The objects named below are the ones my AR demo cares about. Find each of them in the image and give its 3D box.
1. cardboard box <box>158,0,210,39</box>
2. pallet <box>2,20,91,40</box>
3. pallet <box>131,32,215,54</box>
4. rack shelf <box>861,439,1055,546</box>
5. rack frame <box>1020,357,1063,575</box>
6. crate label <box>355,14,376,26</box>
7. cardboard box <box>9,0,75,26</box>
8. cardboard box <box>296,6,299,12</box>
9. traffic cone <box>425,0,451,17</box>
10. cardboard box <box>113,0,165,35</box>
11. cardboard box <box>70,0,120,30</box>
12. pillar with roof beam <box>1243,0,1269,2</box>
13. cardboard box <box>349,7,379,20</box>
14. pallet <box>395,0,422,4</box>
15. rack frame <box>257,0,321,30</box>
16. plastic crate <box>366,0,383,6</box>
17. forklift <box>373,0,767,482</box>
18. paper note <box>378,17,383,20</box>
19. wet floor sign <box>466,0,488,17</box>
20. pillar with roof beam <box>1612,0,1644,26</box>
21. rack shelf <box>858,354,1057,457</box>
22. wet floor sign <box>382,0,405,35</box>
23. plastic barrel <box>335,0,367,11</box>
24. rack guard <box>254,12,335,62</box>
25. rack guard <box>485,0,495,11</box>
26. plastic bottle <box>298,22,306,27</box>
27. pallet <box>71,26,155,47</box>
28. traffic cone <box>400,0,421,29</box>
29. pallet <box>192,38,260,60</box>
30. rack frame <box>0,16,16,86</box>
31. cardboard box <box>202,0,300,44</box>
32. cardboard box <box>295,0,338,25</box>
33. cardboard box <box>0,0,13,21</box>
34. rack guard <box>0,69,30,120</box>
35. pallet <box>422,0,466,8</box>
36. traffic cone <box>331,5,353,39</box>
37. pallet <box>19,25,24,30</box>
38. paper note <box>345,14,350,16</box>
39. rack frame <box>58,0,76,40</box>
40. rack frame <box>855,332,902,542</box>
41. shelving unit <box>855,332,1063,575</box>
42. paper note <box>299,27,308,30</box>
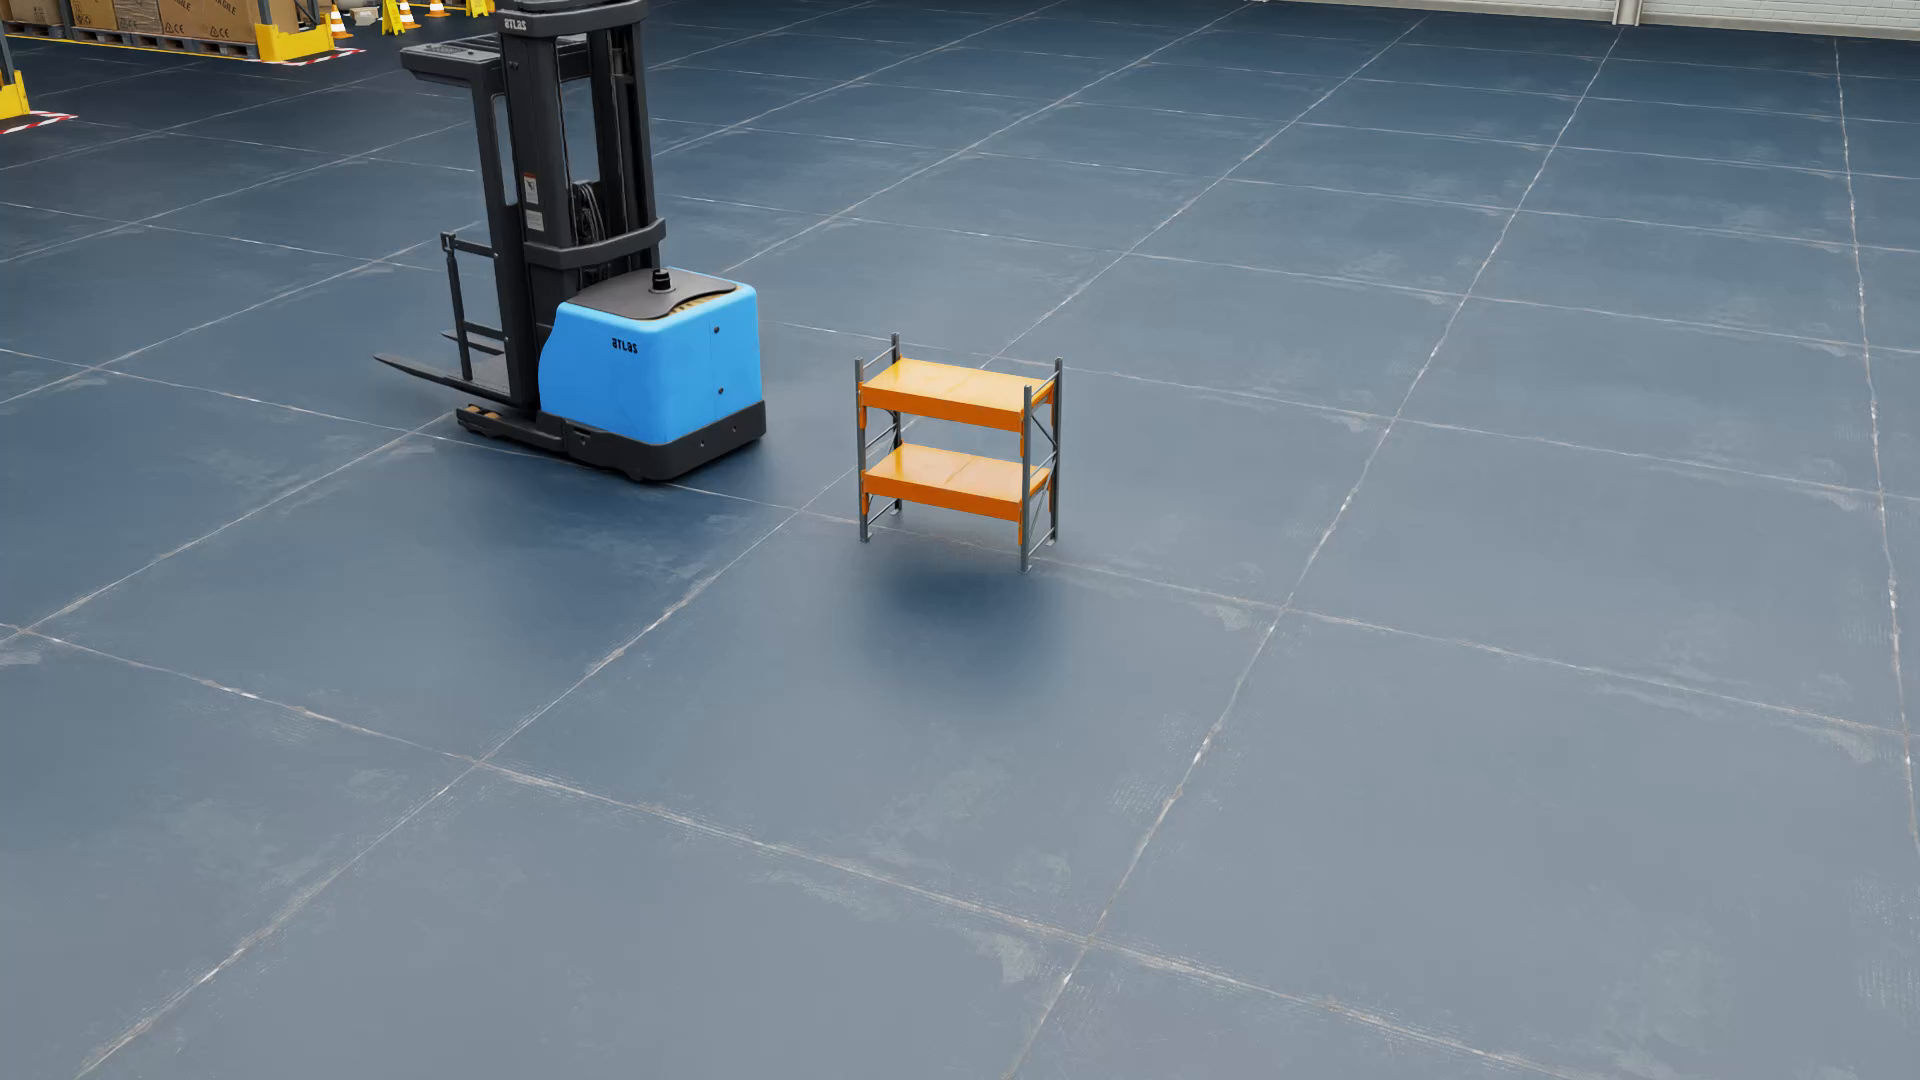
[{"bbox_3d":[-11.002,-7.837,24.202,0.875,0.875,0.875,11,28,21],"label":"cardboard box"},{"bbox_3d":[-13.930,-7.936,25.629,1.213,0.211,1.003,11,28,22],"label":"pallet"},{"bbox_3d":[-11.422,-7.432,24.606,1.213,0.211,1.003,11,28,22],"label":"pallet"},{"bbox_3d":[-0.006,-0.287,9.612,1.000,0.278,0.538,11,28,22],"label":"rack shelf"},{"bbox_3d":[0.457,-0.413,9.315,0.032,1.125,0.500,11,28,22],"label":"rack frame"},{"bbox_3d":[-9.415,-8.239,26.330,0.298,0.136,0.250,-2,26,-5],"label":"crate label"},{"bbox_3d":[-13.799,-8.332,25.350,0.750,0.750,1.050,11,28,22],"label":"cardboard box"},{"bbox_3d":[-11.100,-8.765,26.830,0.503,0.637,0.797,11,28,22],"label":"cardboard box"},{"bbox_3d":[-8.524,-8.775,27.050,0.334,0.463,0.336,11,28,22],"label":"traffic cone"},{"bbox_3d":[-11.831,-8.005,24.543,0.875,0.875,0.875,12,28,22],"label":"cardboard box"},{"bbox_3d":[-12.653,-8.168,24.874,0.875,0.875,0.875,12,29,23],"label":"cardboard box"},{"bbox_3d":[3.334,-11.606,23.136,0.400,9.000,9.100,11,28,22],"label":"pillar with roof beam"},{"bbox_3d":[-9.627,-8.502,26.850,0.380,0.149,0.250,-18,31,-31],"label":"cardboard box"},{"bbox_3d":[-9.499,-9.503,28.812,1.213,0.211,1.003,11,28,22],"label":"pallet"},{"bbox_3d":[-9.555,-8.345,23.303,0.127,3.000,1.000,11,28,22],"label":"rack frame"},{"bbox_3d":[-10.150,-9.158,28.261,0.583,0.080,0.402,2,26,4],"label":"plastic crate"},{"bbox_3d":[-2.785,-2.174,10.848,3.031,2.935,1.130,17,31,31],"label":"forklift"},{"bbox_3d":[-9.283,-8.394,26.764,0.142,0.019,0.148,2,26,4],"label":"paper note"},{"bbox_3d":[-7.868,-8.832,26.959,0.232,0.644,0.267,23,35,39],"label":"wet floor sign"},{"bbox_3d":[8.796,-10.509,20.907,0.400,9.000,9.100,11,28,22],"label":"pillar with roof beam"},{"bbox_3d":[-0.006,-0.768,9.375,1.000,0.278,0.538,11,28,22],"label":"rack shelf"},{"bbox_3d":[-8.709,-8.079,25.429,0.232,0.644,0.267,6,27,13],"label":"wet floor sign"},{"bbox_3d":[-10.105,-8.967,27.483,0.512,0.421,0.421,-12,29,-23],"label":"plastic barrel"},{"bbox_3d":[-9.533,-7.219,23.846,0.348,0.500,1.175,11,28,22],"label":"rack guard"},{"bbox_3d":[-7.667,-9.246,27.963,0.348,0.500,1.175,11,28,22],"label":"rack guard"},{"bbox_3d":[-10.454,-8.110,26.153,0.283,0.061,0.133,2,26,4],"label":"plastic bottle"},{"bbox_3d":[-12.537,-7.654,25.058,1.213,0.211,1.003,11,28,22],"label":"pallet"},{"bbox_3d":[-8.674,-8.267,26.017,0.334,0.463,0.336,11,28,22],"label":"traffic cone"},{"bbox_3d":[-10.315,-7.208,24.152,1.213,0.211,1.003,11,28,22],"label":"pallet"},{"bbox_3d":[-11.700,-6.369,19.290,0.127,3.000,1.000,11,28,22],"label":"rack frame"},{"bbox_3d":[-10.200,-7.677,23.877,0.875,0.875,0.875,12,28,22],"label":"cardboard box"},{"bbox_3d":[-10.245,-8.537,26.519,0.637,0.503,0.797,-7,27,-14],"label":"cardboard box"},{"bbox_3d":[-14.675,-8.510,25.711,0.750,0.750,1.050,11,28,22],"label":"cardboard box"},{"bbox_3d":[-11.769,-5.261,19.870,0.348,0.500,1.175,11,28,22],"label":"rack guard"},{"bbox_3d":[-8.392,-9.279,28.358,1.213,0.211,1.003,11,28,22],"label":"pallet"},{"bbox_3d":[-9.451,-7.875,25.220,0.334,0.463,0.336,11,28,22],"label":"traffic cone"},{"bbox_3d":[-15.045,-8.158,26.081,1.213,0.211,1.003,11,28,22],"label":"pallet"},{"bbox_3d":[-9.994,-8.604,27.205,0.142,0.019,0.148,23,35,39],"label":"paper note"},{"bbox_3d":[-13.196,-9.076,24.788,0.127,3.000,1.000,11,28,22],"label":"rack frame"},{"bbox_3d":[-0.469,-0.599,9.693,0.032,1.125,0.500,11,28,22],"label":"rack frame"},{"bbox_3d":[-0.006,-0.506,9.504,1.048,1.125,0.538,11,28,22],"label":"shelving unit"},{"bbox_3d":[-10.242,-7.974,25.913,0.142,0.017,0.144,23,35,39],"label":"paper note"}]
